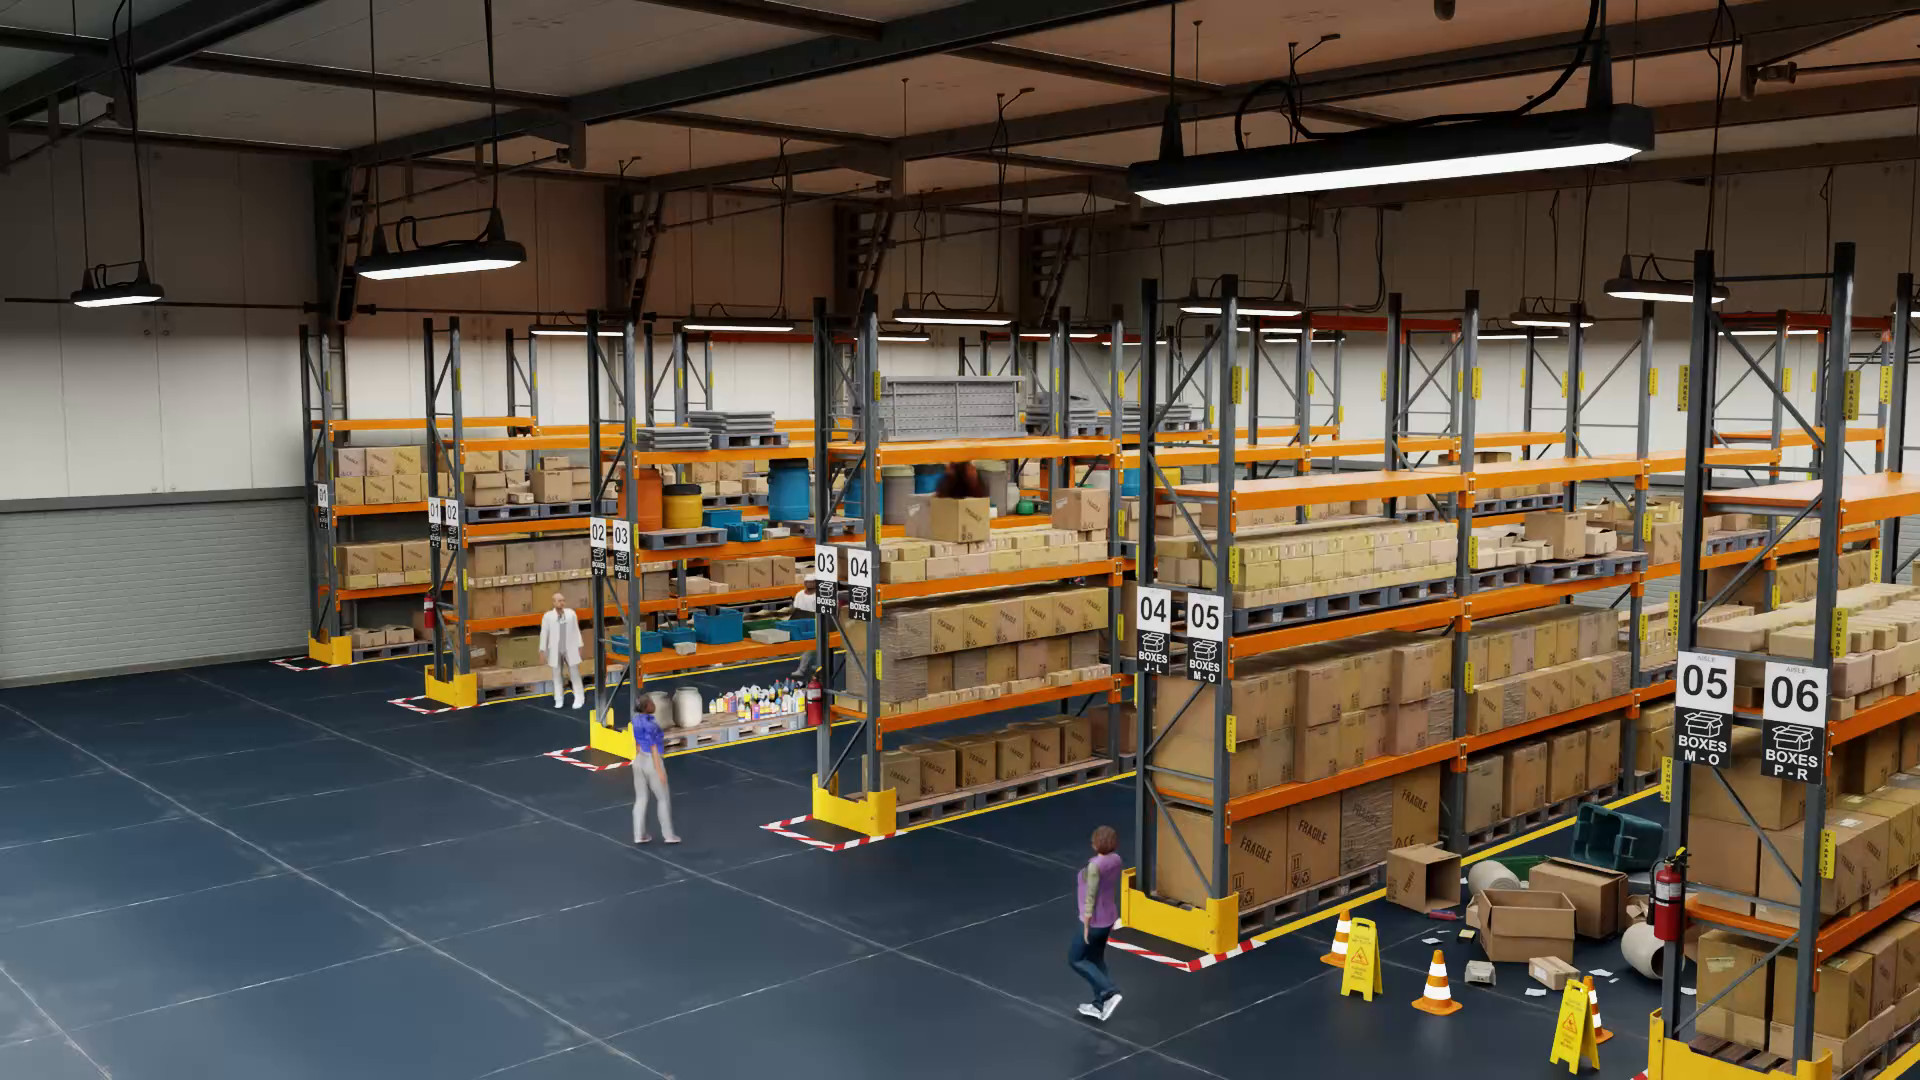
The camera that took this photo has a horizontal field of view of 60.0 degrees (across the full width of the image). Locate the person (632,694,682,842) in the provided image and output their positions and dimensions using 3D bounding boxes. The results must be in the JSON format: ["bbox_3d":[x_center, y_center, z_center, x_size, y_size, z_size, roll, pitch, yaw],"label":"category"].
[{"bbox_3d":[-3.342,2.508,18.247,0.482,1.671,0.494,6,8,43],"label":"person"}]

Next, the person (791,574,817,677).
[{"bbox_3d":[-2.630,1.438,28.387,0.513,1.727,0.998,5,7,39],"label":"person"}]

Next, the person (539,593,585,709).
[{"bbox_3d":[-6.144,1.714,25.622,0.656,1.800,0.455,-1,6,-7],"label":"person"}]

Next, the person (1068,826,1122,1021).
[{"bbox_3d":[1.094,3.032,13.171,0.437,1.587,0.449,2,6,20],"label":"person"}]
